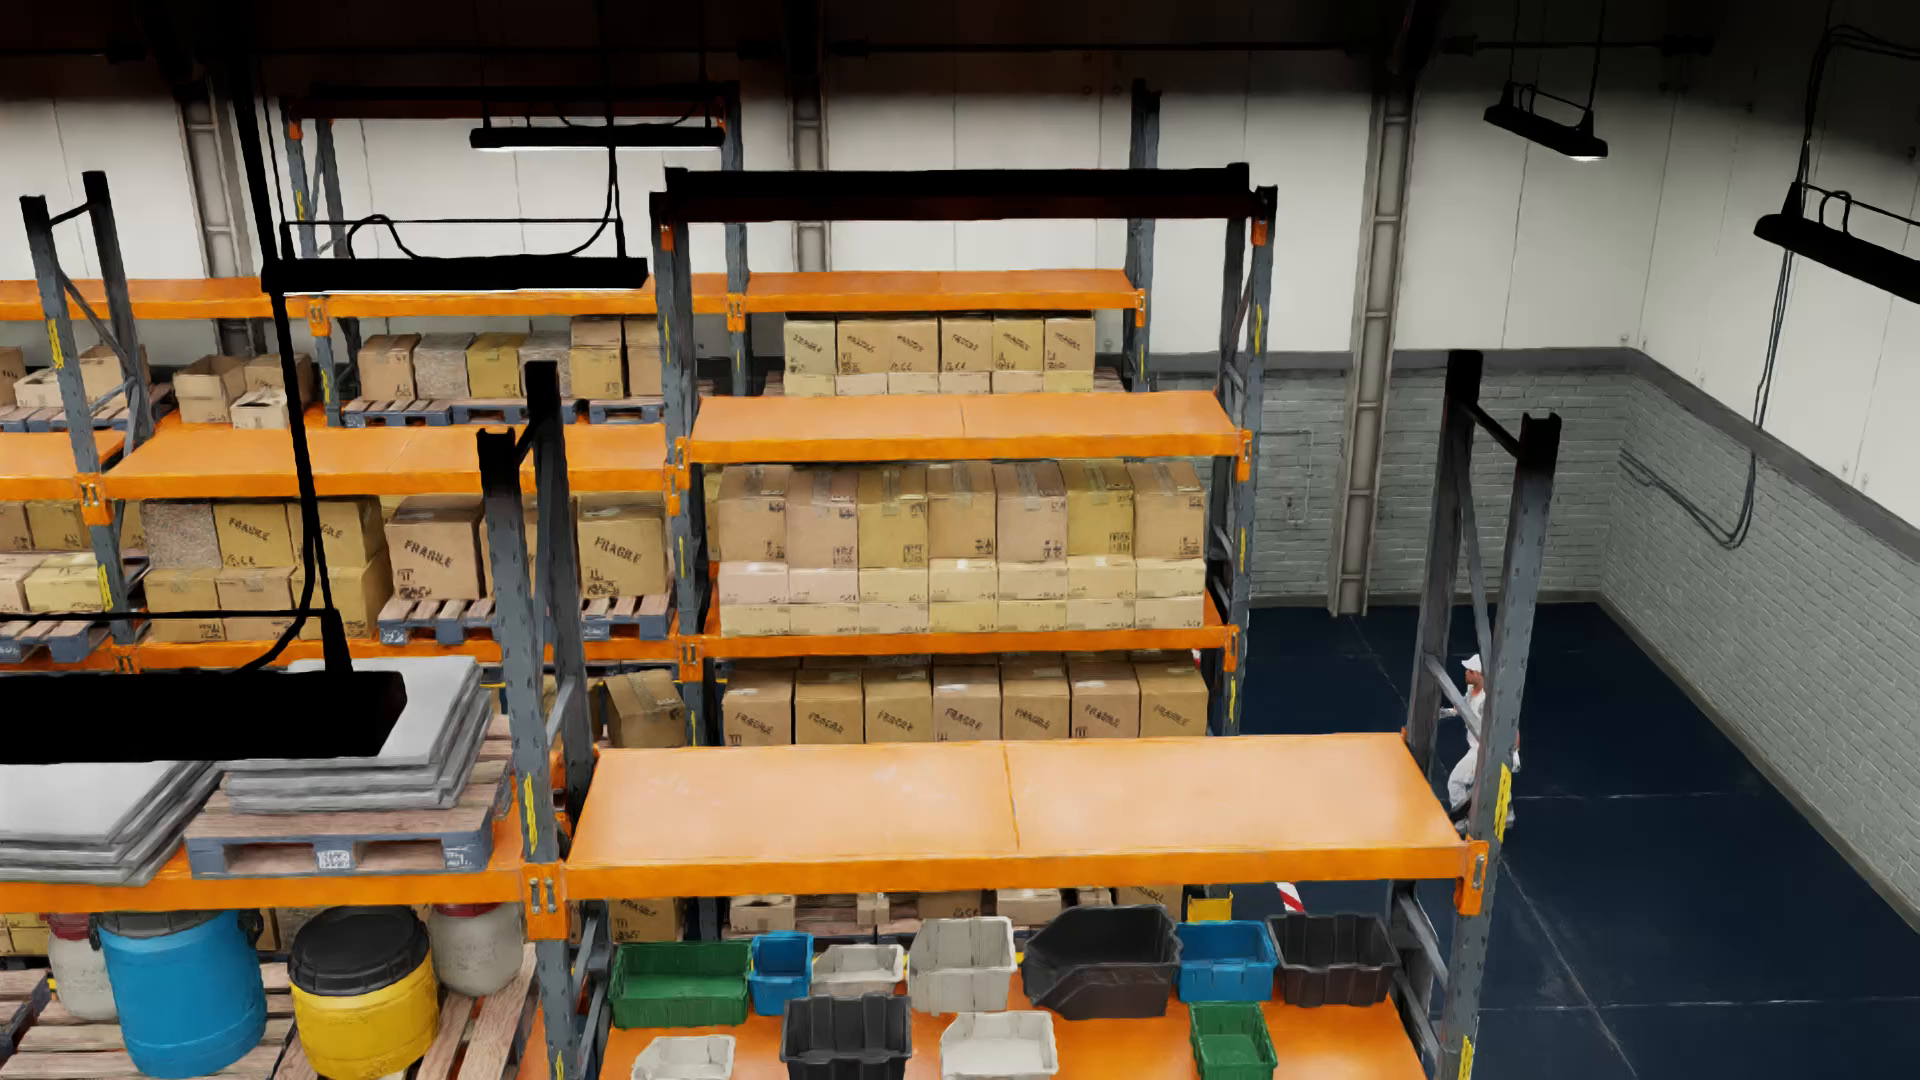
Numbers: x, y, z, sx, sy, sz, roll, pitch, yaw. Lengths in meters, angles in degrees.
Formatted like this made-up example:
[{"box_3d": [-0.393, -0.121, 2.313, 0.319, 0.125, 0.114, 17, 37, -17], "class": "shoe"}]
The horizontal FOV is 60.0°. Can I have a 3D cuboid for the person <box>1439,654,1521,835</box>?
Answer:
[{"box_3d": [4.532, 1.780, 14.472, 0.835, 1.722, 0.703, 1, 22, 3], "class": "person"}]
